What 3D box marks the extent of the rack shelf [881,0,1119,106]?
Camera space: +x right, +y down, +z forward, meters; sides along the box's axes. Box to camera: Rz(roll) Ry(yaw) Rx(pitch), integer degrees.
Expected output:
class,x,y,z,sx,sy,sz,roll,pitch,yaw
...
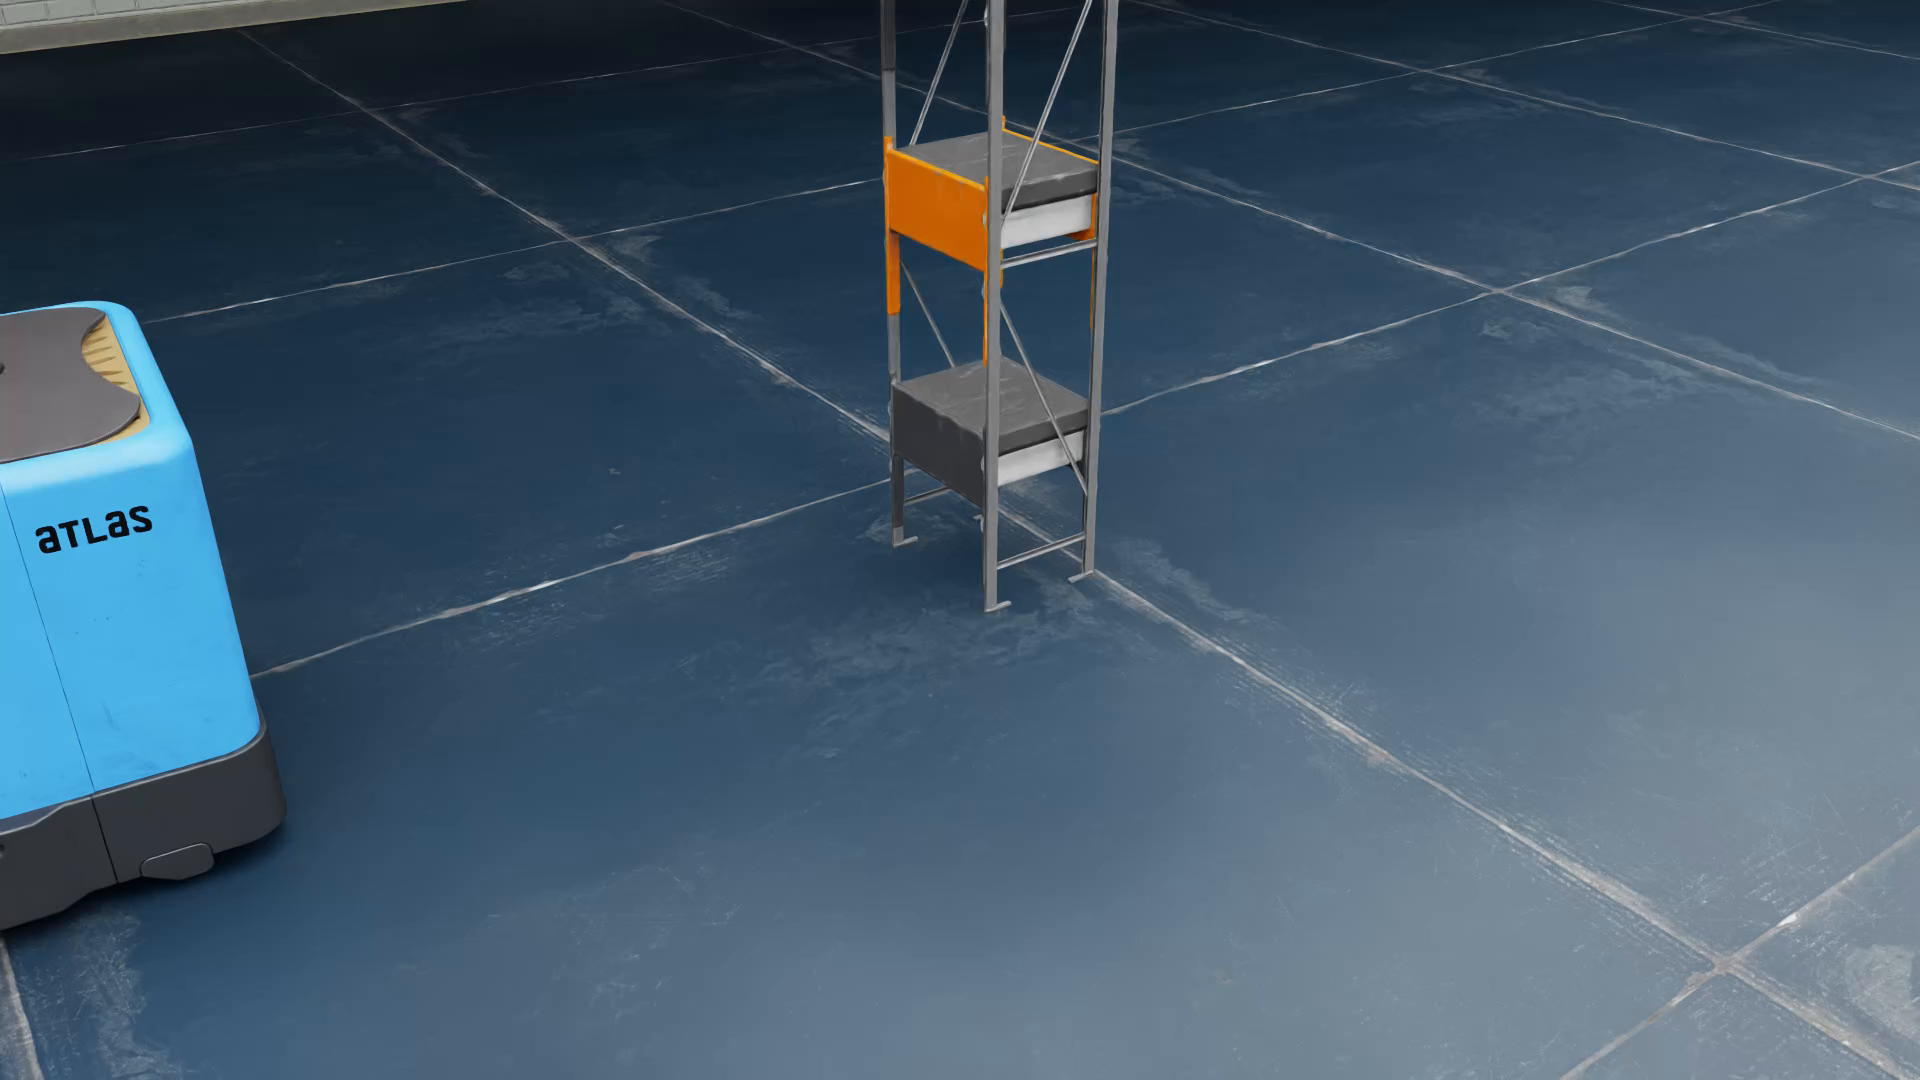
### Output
class,x,y,z,sx,sy,sz,roll,pitch,yaw
rack shelf,0.096,-1.462,4.303,0.431,0.518,0.480,-19,34,-31

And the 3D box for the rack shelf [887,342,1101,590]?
class,x,y,z,sx,sy,sz,roll,pitch,yaw
rack shelf,0.096,-0.231,4.971,0.431,0.518,0.480,-19,34,-31

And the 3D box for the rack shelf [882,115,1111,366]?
class,x,y,z,sx,sy,sz,roll,pitch,yaw
rack shelf,0.096,-0.846,4.637,0.431,0.518,0.480,-19,34,-31

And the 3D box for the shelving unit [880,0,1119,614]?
class,x,y,z,sx,sy,sz,roll,pitch,yaw
shelving unit,0.096,-0.858,4.630,0.431,2.100,0.503,-19,34,-31

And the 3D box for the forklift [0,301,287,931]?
class,x,y,z,sx,sy,sz,roll,pitch,yaw
forklift,-3.113,-0.396,2.909,3.031,2.935,1.130,-16,32,-27

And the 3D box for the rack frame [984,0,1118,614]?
class,x,y,z,sx,sy,sz,roll,pitch,yaw
rack frame,0.238,-0.763,4.456,0.400,2.100,0.015,-19,34,-31

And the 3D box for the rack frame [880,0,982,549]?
class,x,y,z,sx,sy,sz,roll,pitch,yaw
rack frame,-0.046,-0.953,4.805,0.400,2.100,0.015,-19,34,-31
